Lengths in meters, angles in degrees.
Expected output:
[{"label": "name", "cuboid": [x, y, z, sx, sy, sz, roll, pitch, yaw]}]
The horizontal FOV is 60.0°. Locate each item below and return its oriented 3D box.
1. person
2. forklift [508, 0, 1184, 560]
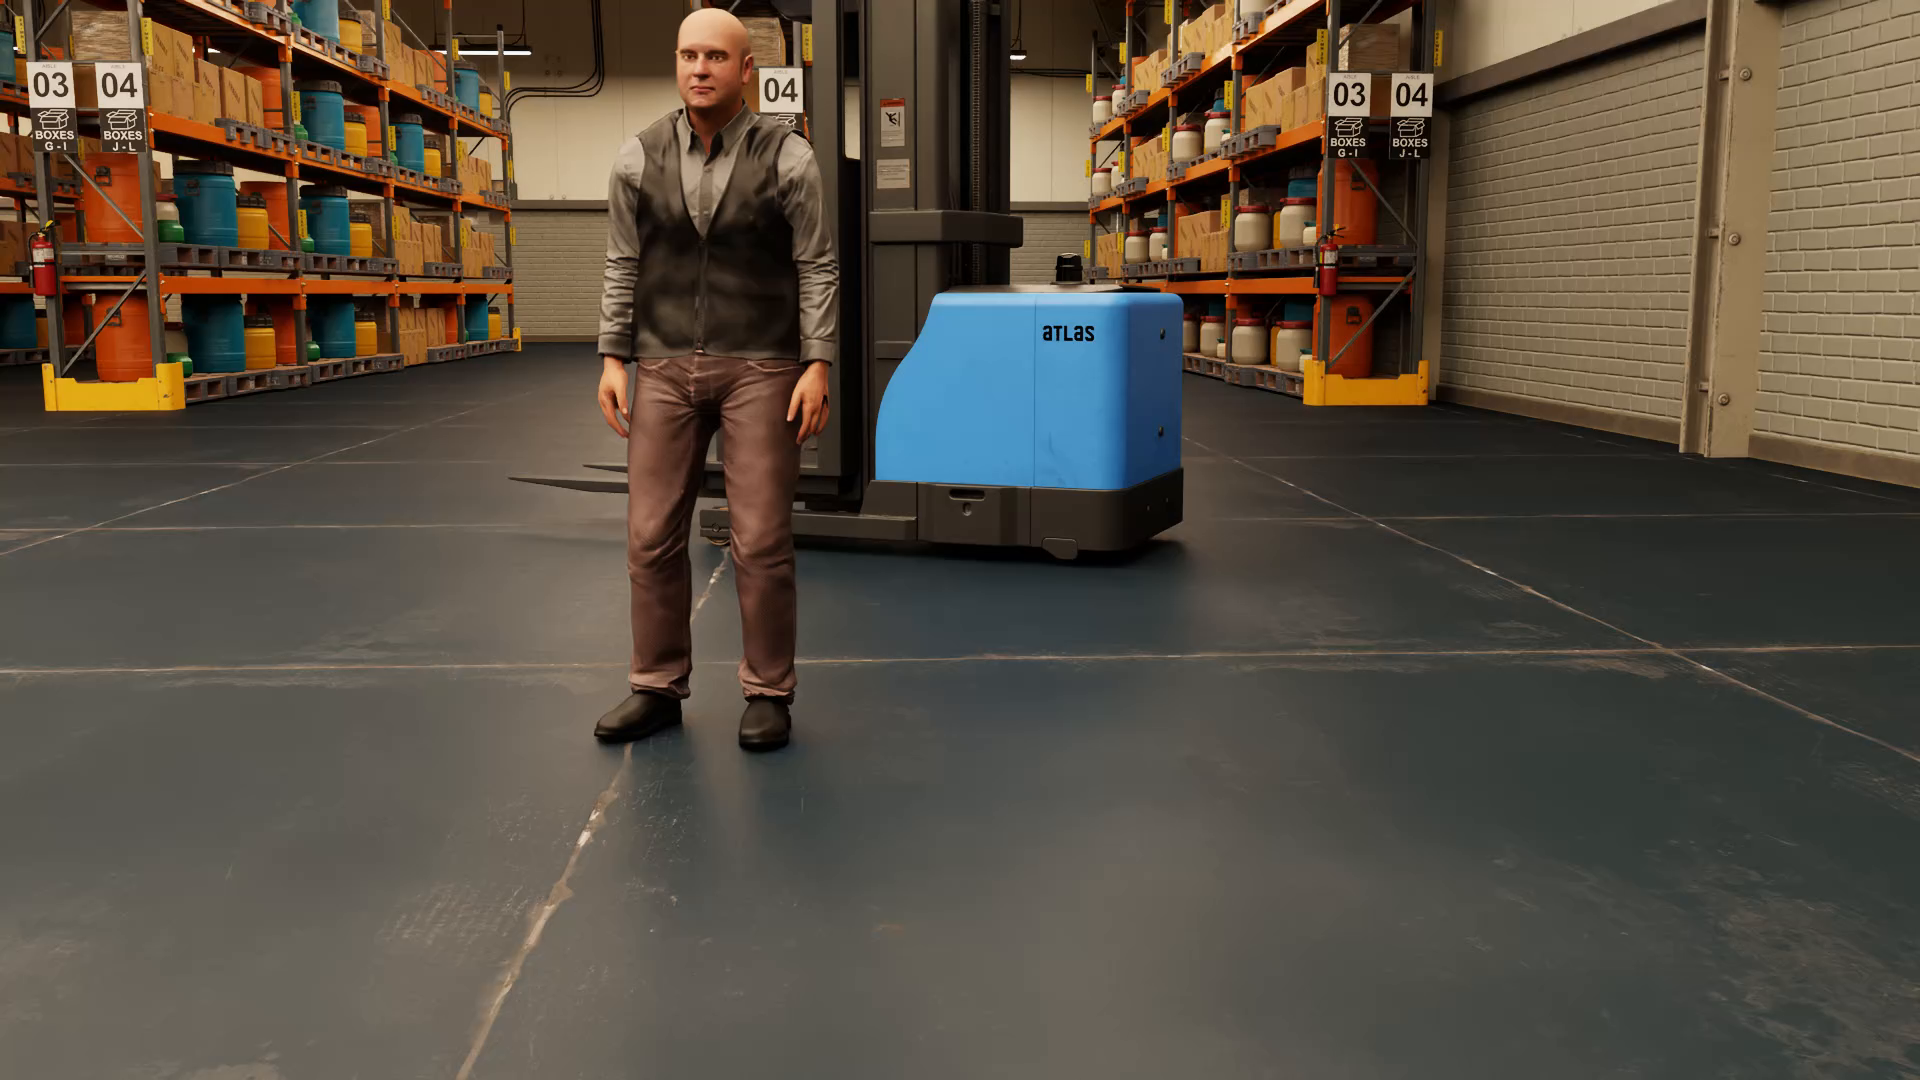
[{"label": "person", "cuboid": [-0.583, -0.380, 4.015, 0.586, 1.720, 0.427, 1, 9, 9]}, {"label": "forklift", "cuboid": [-0.581, -1.484, 7.323, 3.031, 2.935, 1.130, 3, 9, 21]}]
